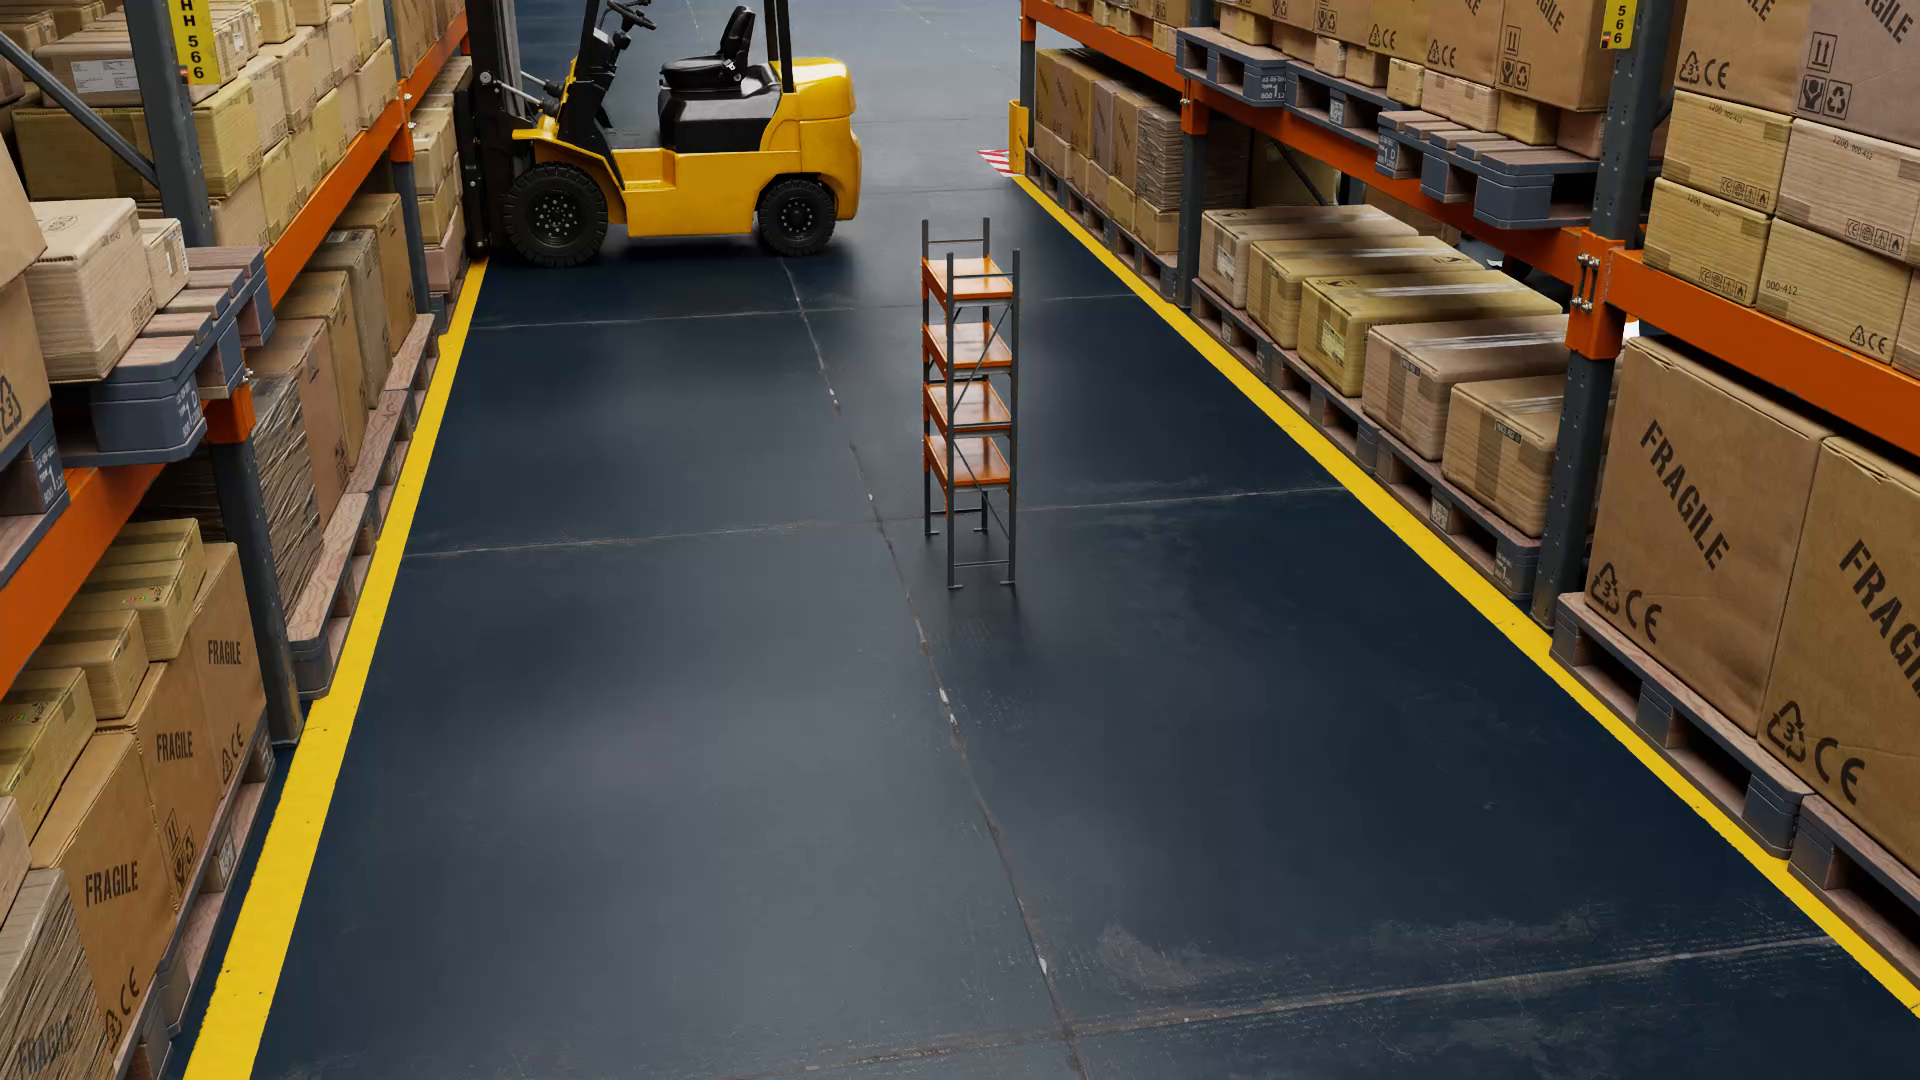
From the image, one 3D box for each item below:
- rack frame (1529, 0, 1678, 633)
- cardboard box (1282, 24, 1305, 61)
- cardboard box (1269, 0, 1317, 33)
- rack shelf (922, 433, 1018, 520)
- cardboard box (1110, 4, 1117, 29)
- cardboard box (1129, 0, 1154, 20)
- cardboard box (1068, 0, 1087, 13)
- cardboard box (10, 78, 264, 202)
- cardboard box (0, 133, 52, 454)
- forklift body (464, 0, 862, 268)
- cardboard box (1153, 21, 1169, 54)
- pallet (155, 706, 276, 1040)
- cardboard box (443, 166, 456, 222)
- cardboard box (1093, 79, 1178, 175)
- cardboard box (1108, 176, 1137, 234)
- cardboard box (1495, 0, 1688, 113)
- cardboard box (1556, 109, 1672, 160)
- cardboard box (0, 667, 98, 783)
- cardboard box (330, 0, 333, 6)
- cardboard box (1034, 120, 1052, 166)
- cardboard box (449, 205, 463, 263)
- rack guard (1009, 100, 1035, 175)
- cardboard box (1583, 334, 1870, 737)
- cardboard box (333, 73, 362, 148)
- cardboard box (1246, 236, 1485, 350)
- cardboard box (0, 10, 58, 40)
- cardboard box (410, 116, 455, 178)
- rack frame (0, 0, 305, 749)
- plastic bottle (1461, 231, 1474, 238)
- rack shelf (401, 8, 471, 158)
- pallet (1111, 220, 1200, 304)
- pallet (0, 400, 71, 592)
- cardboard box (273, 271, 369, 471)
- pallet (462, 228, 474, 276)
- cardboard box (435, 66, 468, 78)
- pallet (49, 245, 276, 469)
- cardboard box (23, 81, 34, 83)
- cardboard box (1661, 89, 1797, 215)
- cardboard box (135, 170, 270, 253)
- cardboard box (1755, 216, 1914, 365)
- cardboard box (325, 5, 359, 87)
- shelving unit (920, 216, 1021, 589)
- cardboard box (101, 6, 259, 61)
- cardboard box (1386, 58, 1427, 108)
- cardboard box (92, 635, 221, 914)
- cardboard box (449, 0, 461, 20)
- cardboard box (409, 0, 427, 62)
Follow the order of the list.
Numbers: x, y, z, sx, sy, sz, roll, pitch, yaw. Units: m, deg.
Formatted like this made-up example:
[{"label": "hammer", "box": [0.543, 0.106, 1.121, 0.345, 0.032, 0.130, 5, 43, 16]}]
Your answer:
[{"label": "rack frame", "box": [2.436, -1.126, 5.079, 1.000, 3.000, 0.127, -4, 24, -10]}, {"label": "cardboard box", "box": [1.660, -2.227, 7.389, 0.380, 0.149, 0.250, -4, 24, -9]}, {"label": "cardboard box", "box": [1.673, -2.475, 7.149, 0.500, 0.500, 0.500, -4, 24, -10]}, {"label": "rack shelf", "box": [0.031, -0.241, 5.967, 0.258, 0.148, 0.480, -4, 24, -10]}, {"label": "cardboard box", "box": [1.129, -3.190, 10.120, 0.380, 0.149, 0.250, -5, 24, -11]}, {"label": "cardboard box", "box": [1.268, -3.239, 9.423, 0.500, 0.500, 0.500, -4, 24, -8]}, {"label": "cardboard box", "box": [0.929, -3.597, 11.052, 0.380, 0.149, 0.250, -4, 24, -8]}, {"label": "cardboard box", "box": [-2.258, -1.112, 4.610, 0.500, 0.250, 0.500, -4, 24, -10]}, {"label": "cardboard box", "box": [-1.957, -0.368, 2.692, 0.797, 0.503, 0.637, -5, 24, -11]}, {"label": "forklift body", "box": [-1.777, -2.904, 10.211, 2.313, 2.155, 1.214, -4, 24, -10]}, {"label": "cardboard box", "box": [1.285, -2.785, 9.193, 0.380, 0.149, 0.250, -4, 24, -9]}, {"label": "pallet", "box": [-2.340, 0.818, 4.114, 1.003, 0.211, 1.213, -4, 24, -10]}, {"label": "cardboard box", "box": [-3.062, -1.903, 9.145, 0.500, 0.250, 0.500, -4, 24, -10]}, {"label": "cardboard box", "box": [1.132, -2.588, 10.403, 0.500, 0.500, 0.500, -3, 24, -7]}, {"label": "cardboard box", "box": [1.215, -2.053, 10.113, 0.500, 0.250, 0.500, -5, 24, -11]}, {"label": "cardboard box", "box": [2.079, -1.658, 5.278, 0.500, 0.500, 0.500, -5, 24, -11]}, {"label": "cardboard box", "box": [2.144, -1.314, 5.301, 0.380, 0.149, 0.250, -3, 24, -8]}, {"label": "cardboard box", "box": [-2.010, 0.394, 3.389, 0.380, 0.149, 0.250, -4, 24, -8]}, {"label": "cardboard box", "box": [-2.675, -2.154, 6.498, 0.380, 0.149, 0.250, -5, 24, -11]}, {"label": "cardboard box", "box": [0.834, -2.867, 11.977, 0.500, 0.250, 0.500, -5, 24, -10]}, {"label": "cardboard box", "box": [-3.054, -1.676, 9.250, 0.500, 0.250, 0.500, -5, 24, -11]}, {"label": "rack guard", "box": [0.971, -3.097, 12.716, 1.175, 0.500, 0.348, -4, 24, -10]}, {"label": "cardboard box", "box": [2.482, -0.067, 4.785, 0.875, 0.875, 0.875, -5, 24, -10]}, {"label": "cardboard box", "box": [-2.670, -1.688, 6.554, 0.500, 0.250, 0.500, -4, 24, -9]}, {"label": "cardboard box", "box": [1.932, -1.199, 8.005, 0.950, 0.372, 0.625, -3, 24, -6]}, {"label": "cardboard box", "box": [-2.960, -1.505, 5.013, 0.380, 0.149, 0.250, -5, 24, -11]}, {"label": "cardboard box", "box": [-3.046, -2.136, 9.055, 0.500, 0.250, 0.500, -4, 24, -10]}, {"label": "rack frame", "box": [-2.441, -0.757, 4.235, 1.000, 3.000, 0.127, -4, 24, -10]}, {"label": "plastic bottle", "box": [3.301, -1.999, 10.750, 0.133, 0.061, 0.283, 0, 24, -1]}, {"label": "rack shelf", "box": [-3.551, -2.787, 9.783, 1.077, 0.370, 4.000, -4, 24, -10]}, {"label": "pallet", "box": [1.538, -1.683, 9.839, 1.003, 0.211, 1.213, -4, 24, -10]}, {"label": "pallet", "box": [-2.077, 0.096, 2.523, 1.003, 0.211, 1.213, -4, 24, -10]}, {"label": "cardboard box", "box": [-2.796, -0.629, 6.384, 0.875, 0.625, 0.625, -5, 24, -12]}, {"label": "pallet", "box": [-3.516, -1.849, 10.220, 1.003, 0.211, 1.213, -4, 24, -10]}, {"label": "cardboard box", "box": [-3.428, -2.936, 10.885, 0.500, 0.250, 0.500, -4, 24, -9]}, {"label": "pallet", "box": [-2.247, -0.407, 3.675, 1.213, 0.211, 1.003, -4, 24, -10]}, {"label": "cardboard box", "box": [-2.893, -1.274, 4.983, 0.500, 0.250, 0.500, -4, 24, -9]}, {"label": "cardboard box", "box": [2.287, -1.068, 4.511, 0.500, 0.250, 0.500, -4, 24, -10]}, {"label": "cardboard box", "box": [-2.283, -0.881, 4.706, 0.500, 0.250, 0.500, -4, 24, -10]}, {"label": "cardboard box", "box": [2.392, -0.645, 4.167, 0.500, 0.250, 0.500, -5, 24, -11]}, {"label": "cardboard box", "box": [-2.648, -1.913, 6.445, 0.500, 0.250, 0.500, -4, 24, -9]}, {"label": "shelving unit", "box": [0.031, -0.485, 5.861, 0.258, 1.200, 0.503, -4, 24, -10]}, {"label": "cardboard box", "box": [-2.395, -1.553, 5.123, 0.380, 0.149, 0.250, -4, 24, -9]}, {"label": "cardboard box", "box": [1.830, -1.717, 6.223, 0.380, 0.149, 0.250, -4, 24, -9]}, {"label": "cardboard box", "box": [-2.069, 0.544, 3.854, 0.500, 0.500, 0.500, -5, 24, -11]}, {"label": "cardboard box", "box": [-3.484, -3.570, 10.552, 0.500, 0.500, 0.500, -4, 24, -8]}, {"label": "cardboard box", "box": [-3.119, -2.773, 8.728, 0.500, 0.500, 0.500, -4, 24, -9]}]
